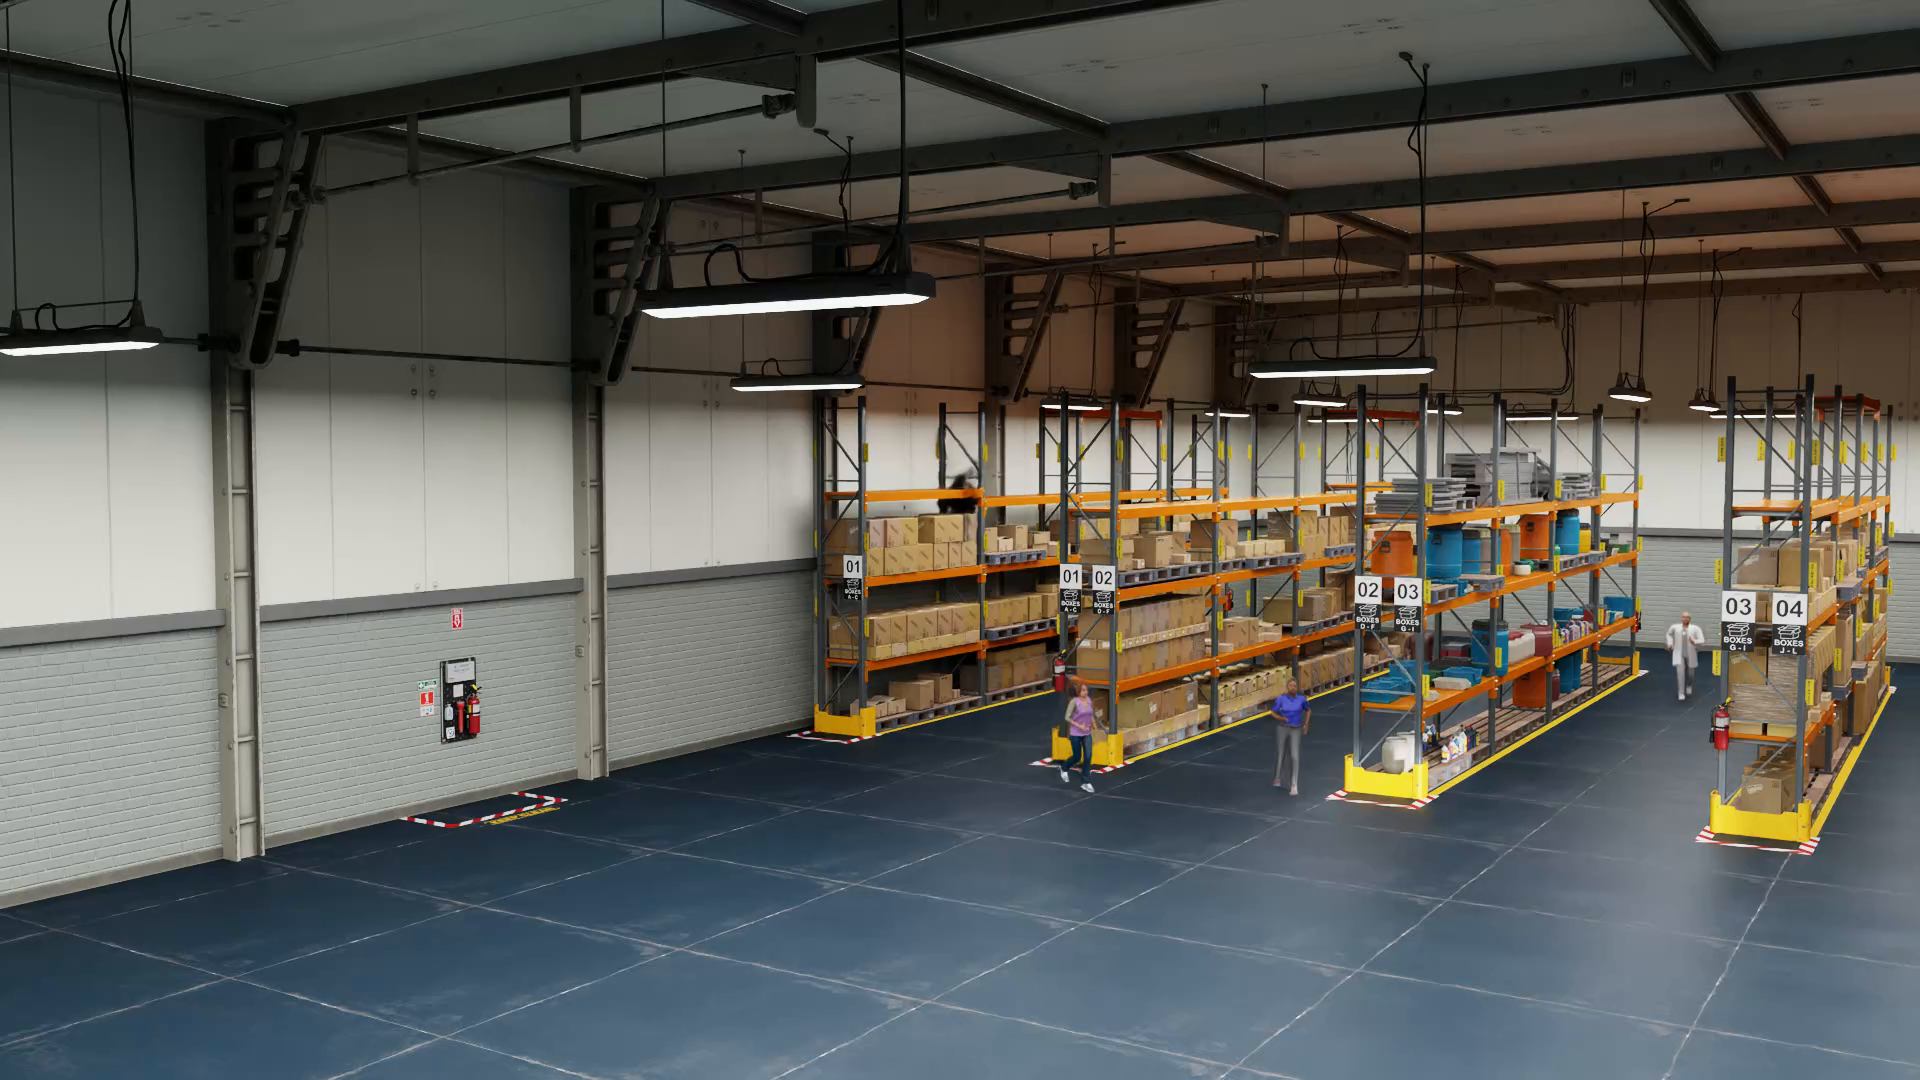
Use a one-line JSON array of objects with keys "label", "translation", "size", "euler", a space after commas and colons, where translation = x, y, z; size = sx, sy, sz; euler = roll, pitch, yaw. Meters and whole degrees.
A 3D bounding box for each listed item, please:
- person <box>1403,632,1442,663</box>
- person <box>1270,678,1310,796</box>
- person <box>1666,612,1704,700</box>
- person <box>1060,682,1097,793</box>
[{"label": "person", "translation": [8.947, 2.434, 32.306], "size": [0.721, 1.740, 0.680], "euler": [2, 4, 32]}, {"label": "person", "translation": [4.873, 2.896, 24.532], "size": [0.599, 1.720, 0.670], "euler": [0, 3, 8]}, {"label": "person", "translation": [14.683, 2.378, 33.697], "size": [0.713, 1.668, 1.035], "euler": [1, 3, 23]}, {"label": "person", "translation": [1.781, 2.912, 24.766], "size": [0.566, 1.606, 0.744], "euler": [-2, 3, -31]}]
